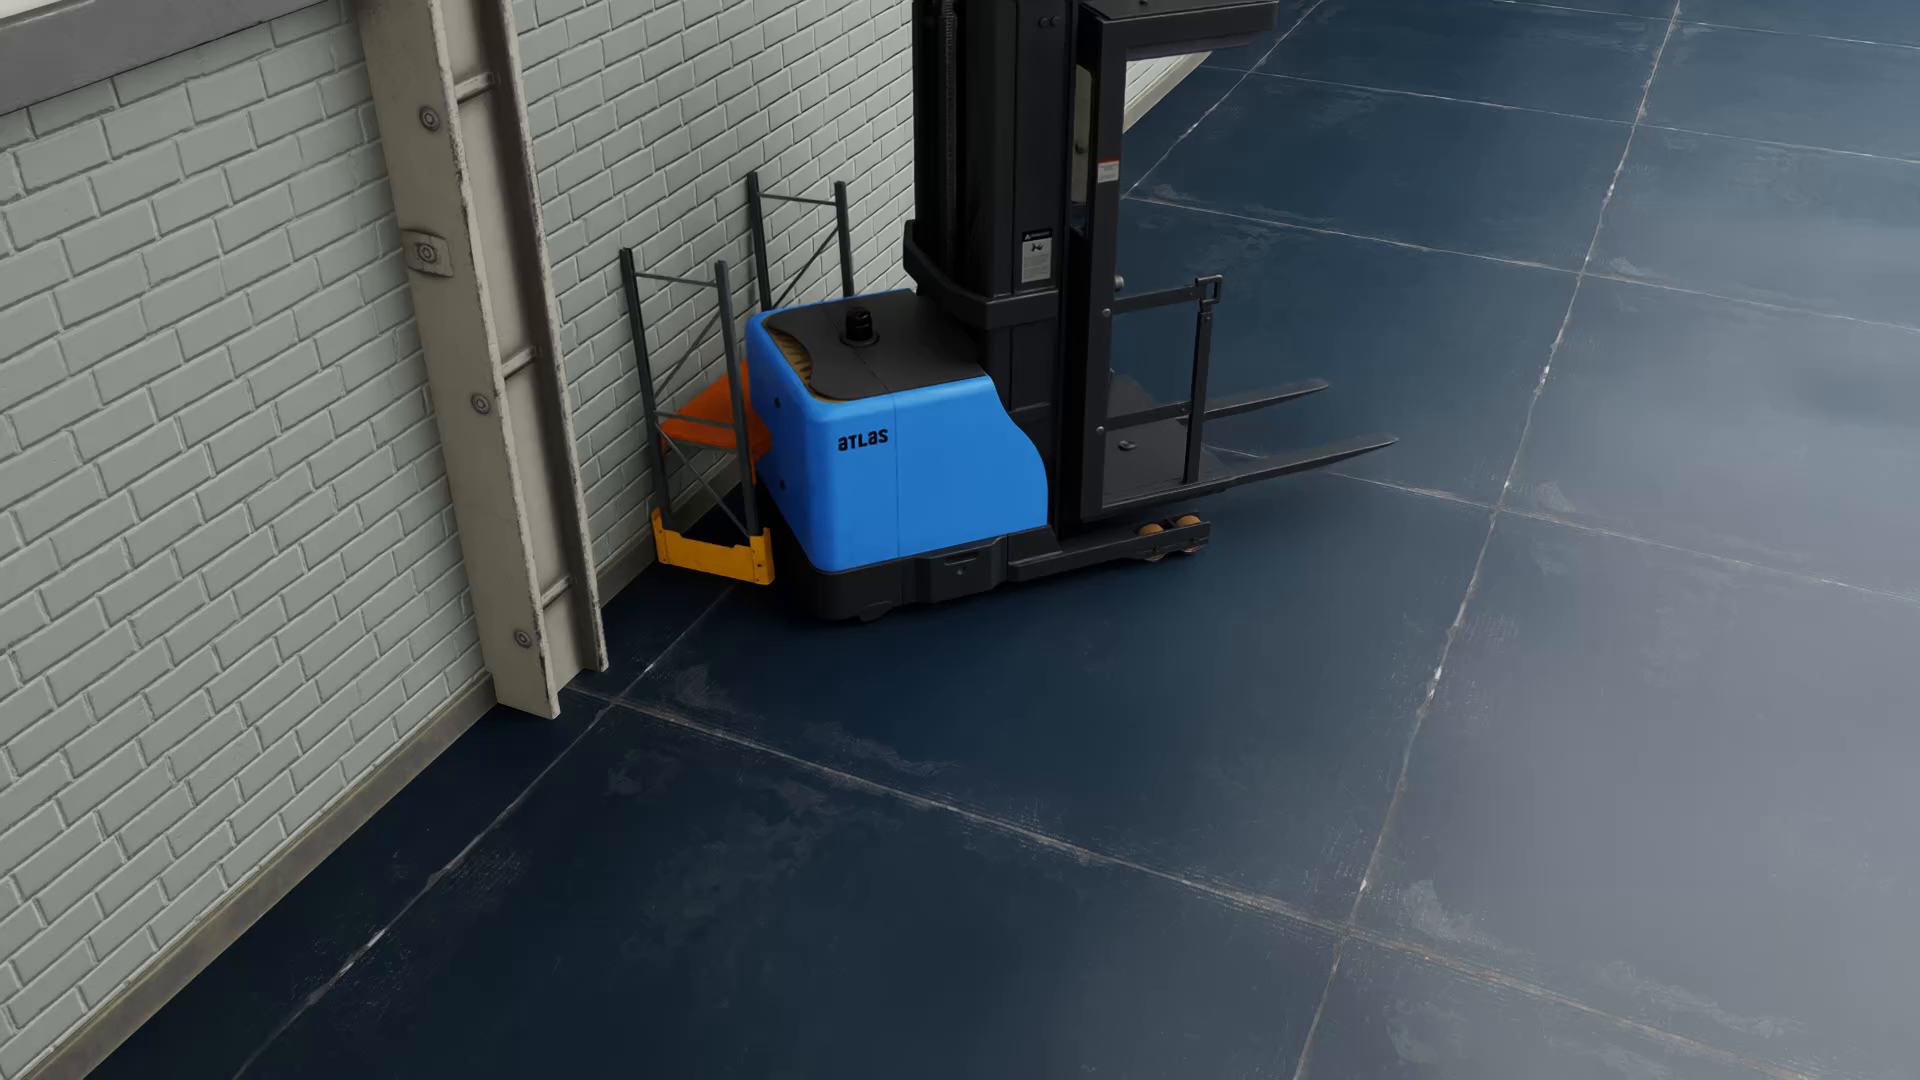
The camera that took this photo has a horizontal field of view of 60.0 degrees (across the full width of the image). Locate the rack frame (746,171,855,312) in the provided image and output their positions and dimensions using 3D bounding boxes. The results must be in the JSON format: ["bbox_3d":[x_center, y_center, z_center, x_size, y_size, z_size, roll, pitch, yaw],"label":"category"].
[{"bbox_3d":[-0.715,-1.000,7.921,0.500,1.500,0.032,11,33,22],"label":"rack frame"}]

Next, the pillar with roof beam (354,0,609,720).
[{"bbox_3d":[2.224,-2.190,2.883,9.100,9.000,0.400,14,36,20],"label":"pillar with roof beam"}]

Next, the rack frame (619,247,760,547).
[{"bbox_3d":[-1.135,-0.511,7.134,0.500,1.500,0.032,11,33,22],"label":"rack frame"}]

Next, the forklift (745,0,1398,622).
[{"bbox_3d":[0.608,-1.385,7.189,3.031,2.935,1.130,-13,35,-18],"label":"forklift"}]

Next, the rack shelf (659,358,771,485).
[{"bbox_3d":[-0.917,-0.601,7.619,0.538,0.185,1.000,11,33,22],"label":"rack shelf"}]

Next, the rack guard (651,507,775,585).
[{"bbox_3d":[-1.108,0.025,7.454,0.587,0.250,0.087,11,33,22],"label":"rack guard"}]

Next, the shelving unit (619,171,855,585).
[{"bbox_3d":[-0.929,-0.751,7.520,0.587,1.500,1.083,11,33,22],"label":"shelving unit"}]

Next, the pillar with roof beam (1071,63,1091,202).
[{"bbox_3d":[4.734,-5.178,7.440,9.100,9.000,0.400,14,36,20],"label":"pillar with roof beam"}]
